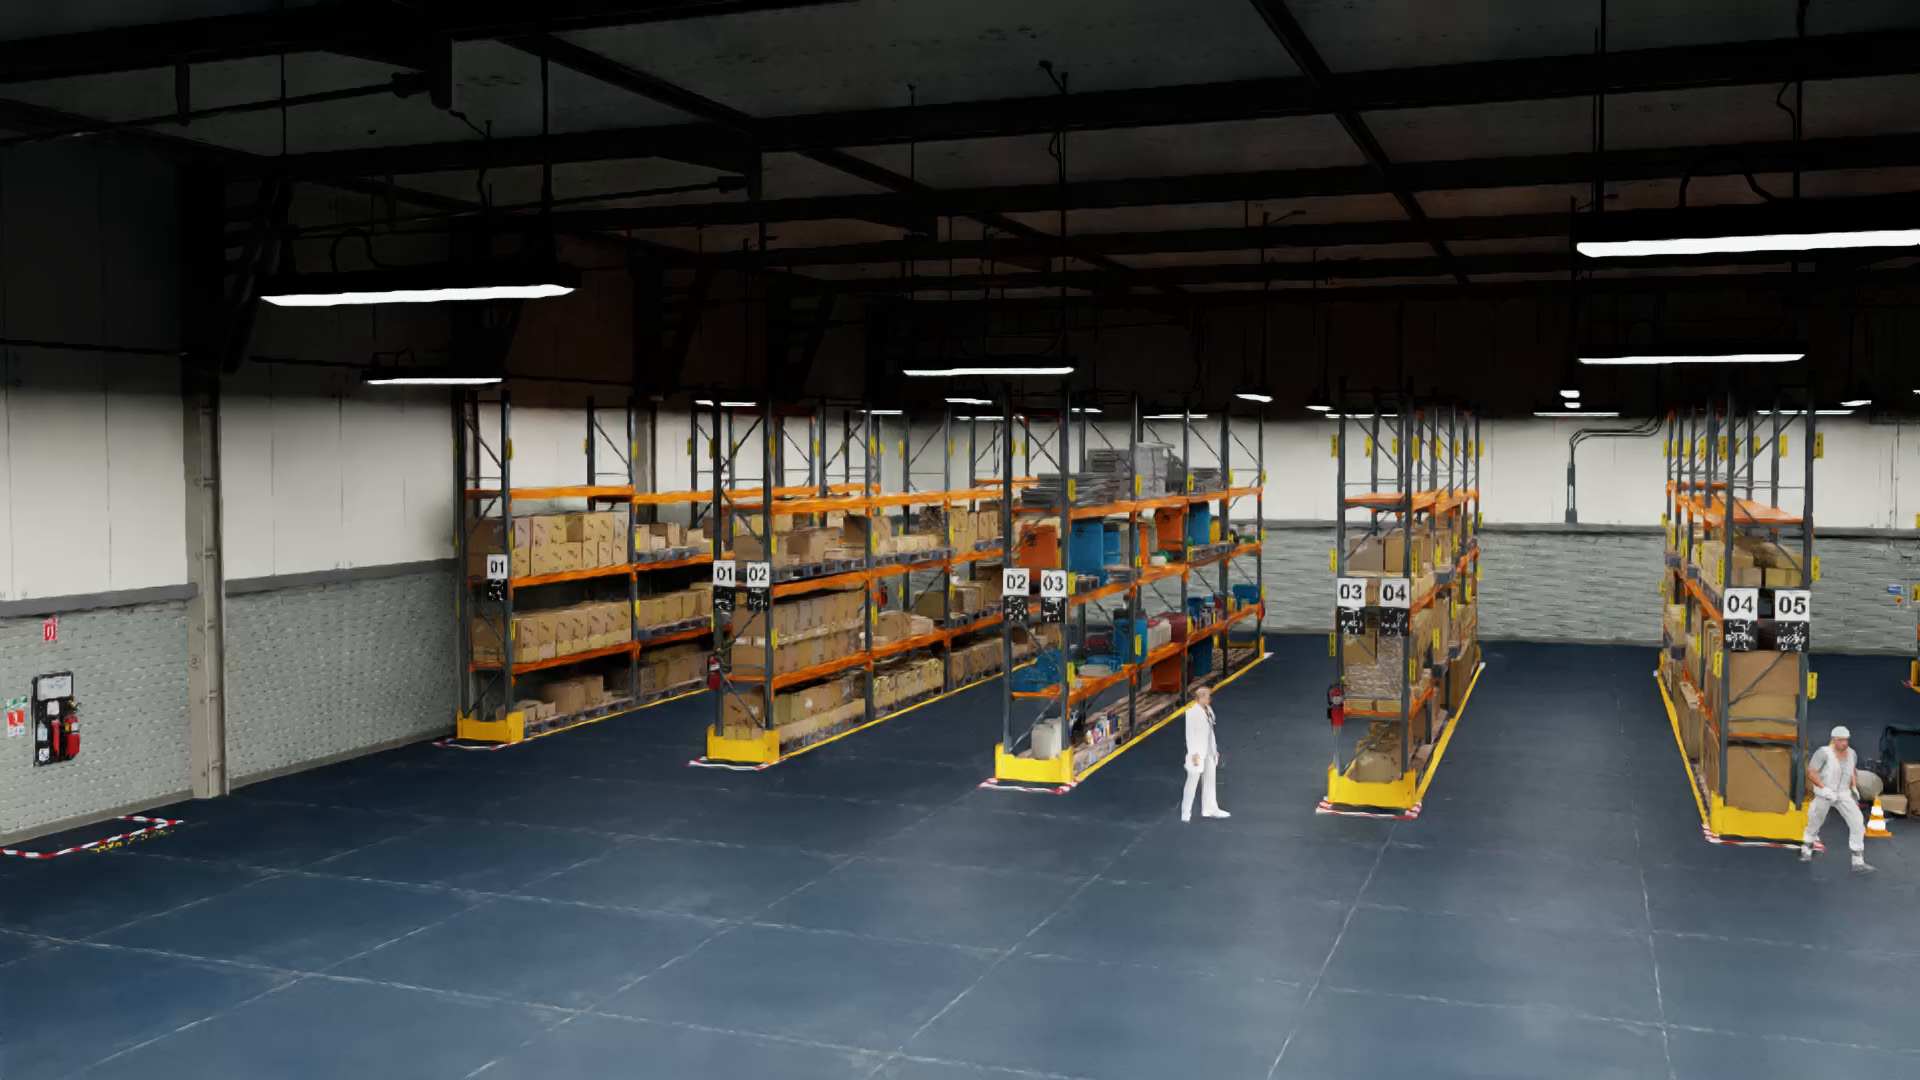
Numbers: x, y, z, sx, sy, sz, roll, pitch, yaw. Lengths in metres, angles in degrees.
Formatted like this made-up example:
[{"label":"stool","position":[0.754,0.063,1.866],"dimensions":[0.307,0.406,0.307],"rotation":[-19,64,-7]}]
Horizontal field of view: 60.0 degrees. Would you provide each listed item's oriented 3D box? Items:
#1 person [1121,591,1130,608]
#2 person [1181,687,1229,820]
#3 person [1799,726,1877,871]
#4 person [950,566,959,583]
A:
[{"label":"person","position":[4.006,2.031,39.499],"dimensions":[0.426,1.617,0.438],"rotation":[2,4,33]},{"label":"person","position":[3.262,2.863,22.414],"dimensions":[0.513,1.781,0.679],"rotation":[3,4,44]},{"label":"person","position":[10.414,3.040,19.807],"dimensions":[0.684,1.715,0.844],"rotation":[0,3,4]},{"label":"person","position":[-0.152,1.565,47.095],"dimensions":[0.685,1.670,0.554],"rotation":[-2,4,-30]}]
